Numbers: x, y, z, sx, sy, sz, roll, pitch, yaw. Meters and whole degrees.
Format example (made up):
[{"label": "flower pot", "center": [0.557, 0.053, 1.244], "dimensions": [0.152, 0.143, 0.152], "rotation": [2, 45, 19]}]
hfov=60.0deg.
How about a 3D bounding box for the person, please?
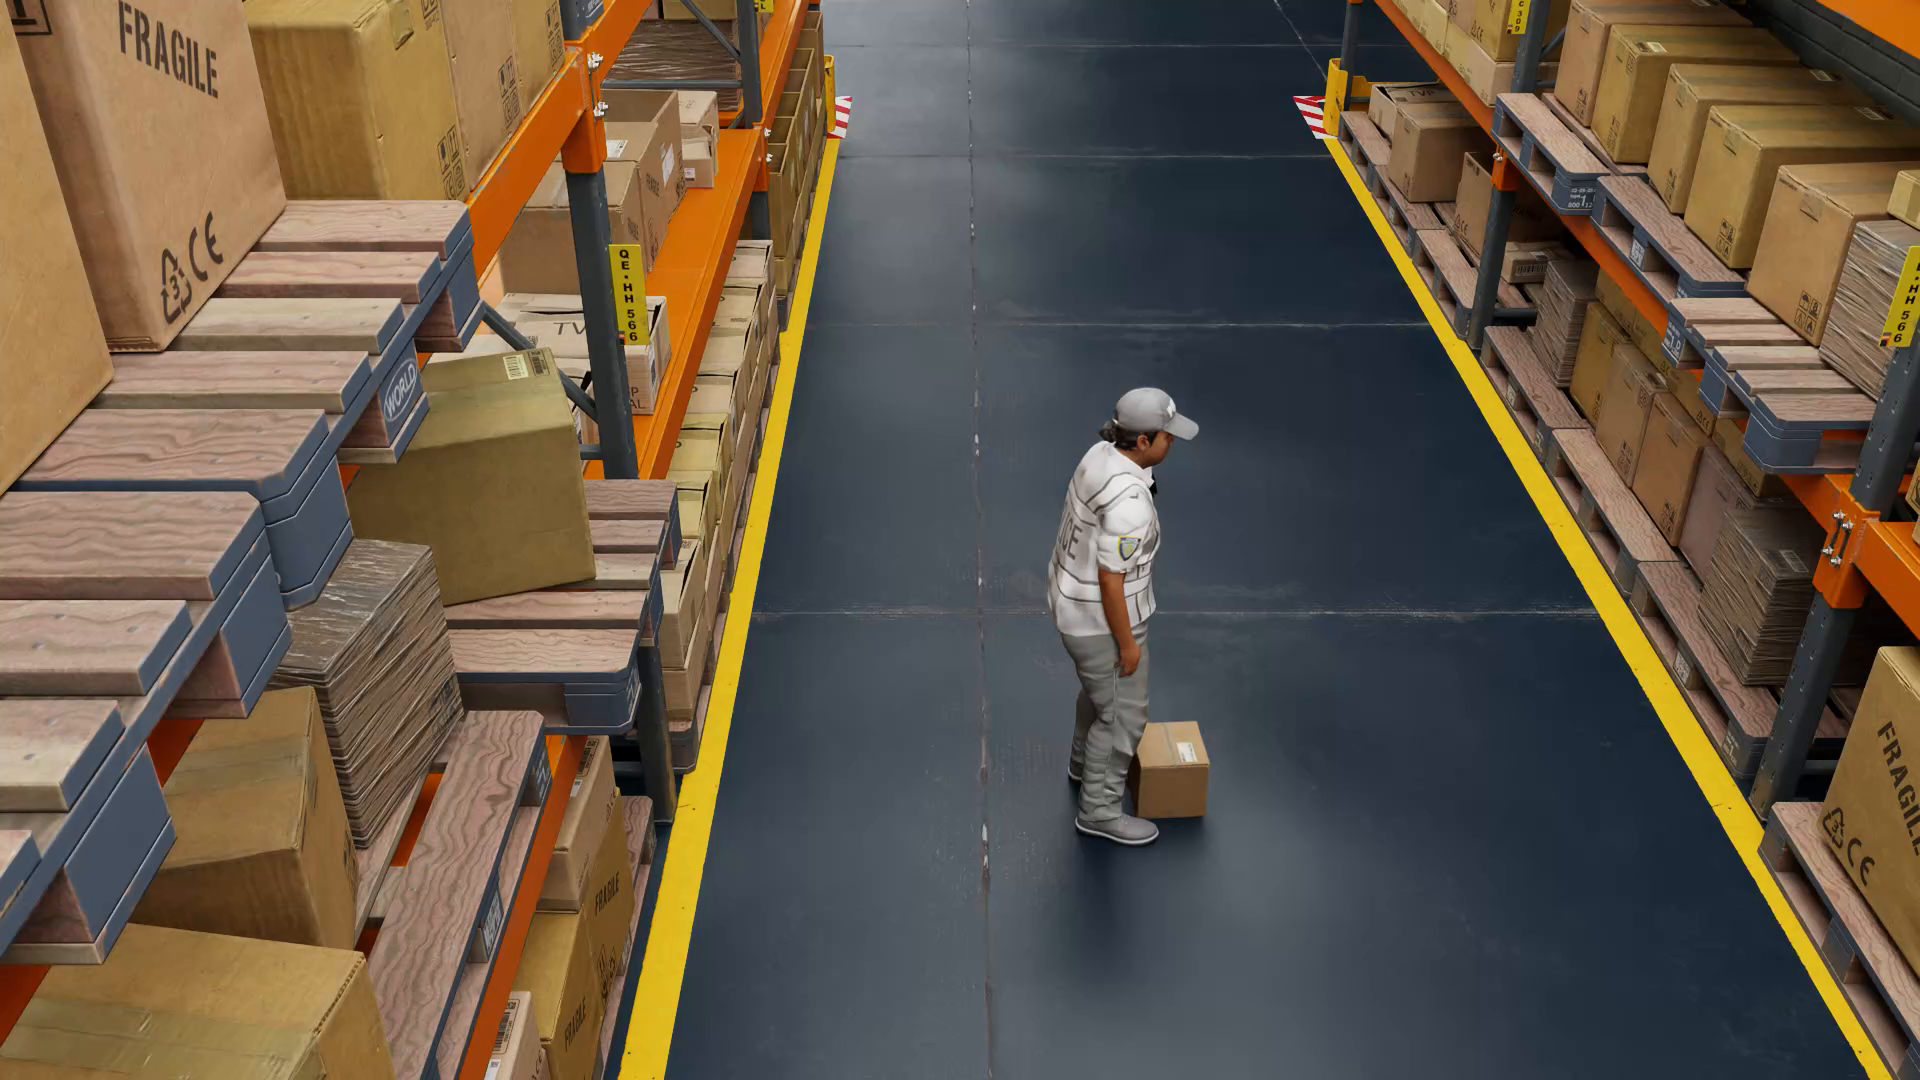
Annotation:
[{"label": "person", "center": [0.543, 0.248, 5.730], "dimensions": [0.470, 1.664, 0.549], "rotation": [-2, 32, -2]}]
